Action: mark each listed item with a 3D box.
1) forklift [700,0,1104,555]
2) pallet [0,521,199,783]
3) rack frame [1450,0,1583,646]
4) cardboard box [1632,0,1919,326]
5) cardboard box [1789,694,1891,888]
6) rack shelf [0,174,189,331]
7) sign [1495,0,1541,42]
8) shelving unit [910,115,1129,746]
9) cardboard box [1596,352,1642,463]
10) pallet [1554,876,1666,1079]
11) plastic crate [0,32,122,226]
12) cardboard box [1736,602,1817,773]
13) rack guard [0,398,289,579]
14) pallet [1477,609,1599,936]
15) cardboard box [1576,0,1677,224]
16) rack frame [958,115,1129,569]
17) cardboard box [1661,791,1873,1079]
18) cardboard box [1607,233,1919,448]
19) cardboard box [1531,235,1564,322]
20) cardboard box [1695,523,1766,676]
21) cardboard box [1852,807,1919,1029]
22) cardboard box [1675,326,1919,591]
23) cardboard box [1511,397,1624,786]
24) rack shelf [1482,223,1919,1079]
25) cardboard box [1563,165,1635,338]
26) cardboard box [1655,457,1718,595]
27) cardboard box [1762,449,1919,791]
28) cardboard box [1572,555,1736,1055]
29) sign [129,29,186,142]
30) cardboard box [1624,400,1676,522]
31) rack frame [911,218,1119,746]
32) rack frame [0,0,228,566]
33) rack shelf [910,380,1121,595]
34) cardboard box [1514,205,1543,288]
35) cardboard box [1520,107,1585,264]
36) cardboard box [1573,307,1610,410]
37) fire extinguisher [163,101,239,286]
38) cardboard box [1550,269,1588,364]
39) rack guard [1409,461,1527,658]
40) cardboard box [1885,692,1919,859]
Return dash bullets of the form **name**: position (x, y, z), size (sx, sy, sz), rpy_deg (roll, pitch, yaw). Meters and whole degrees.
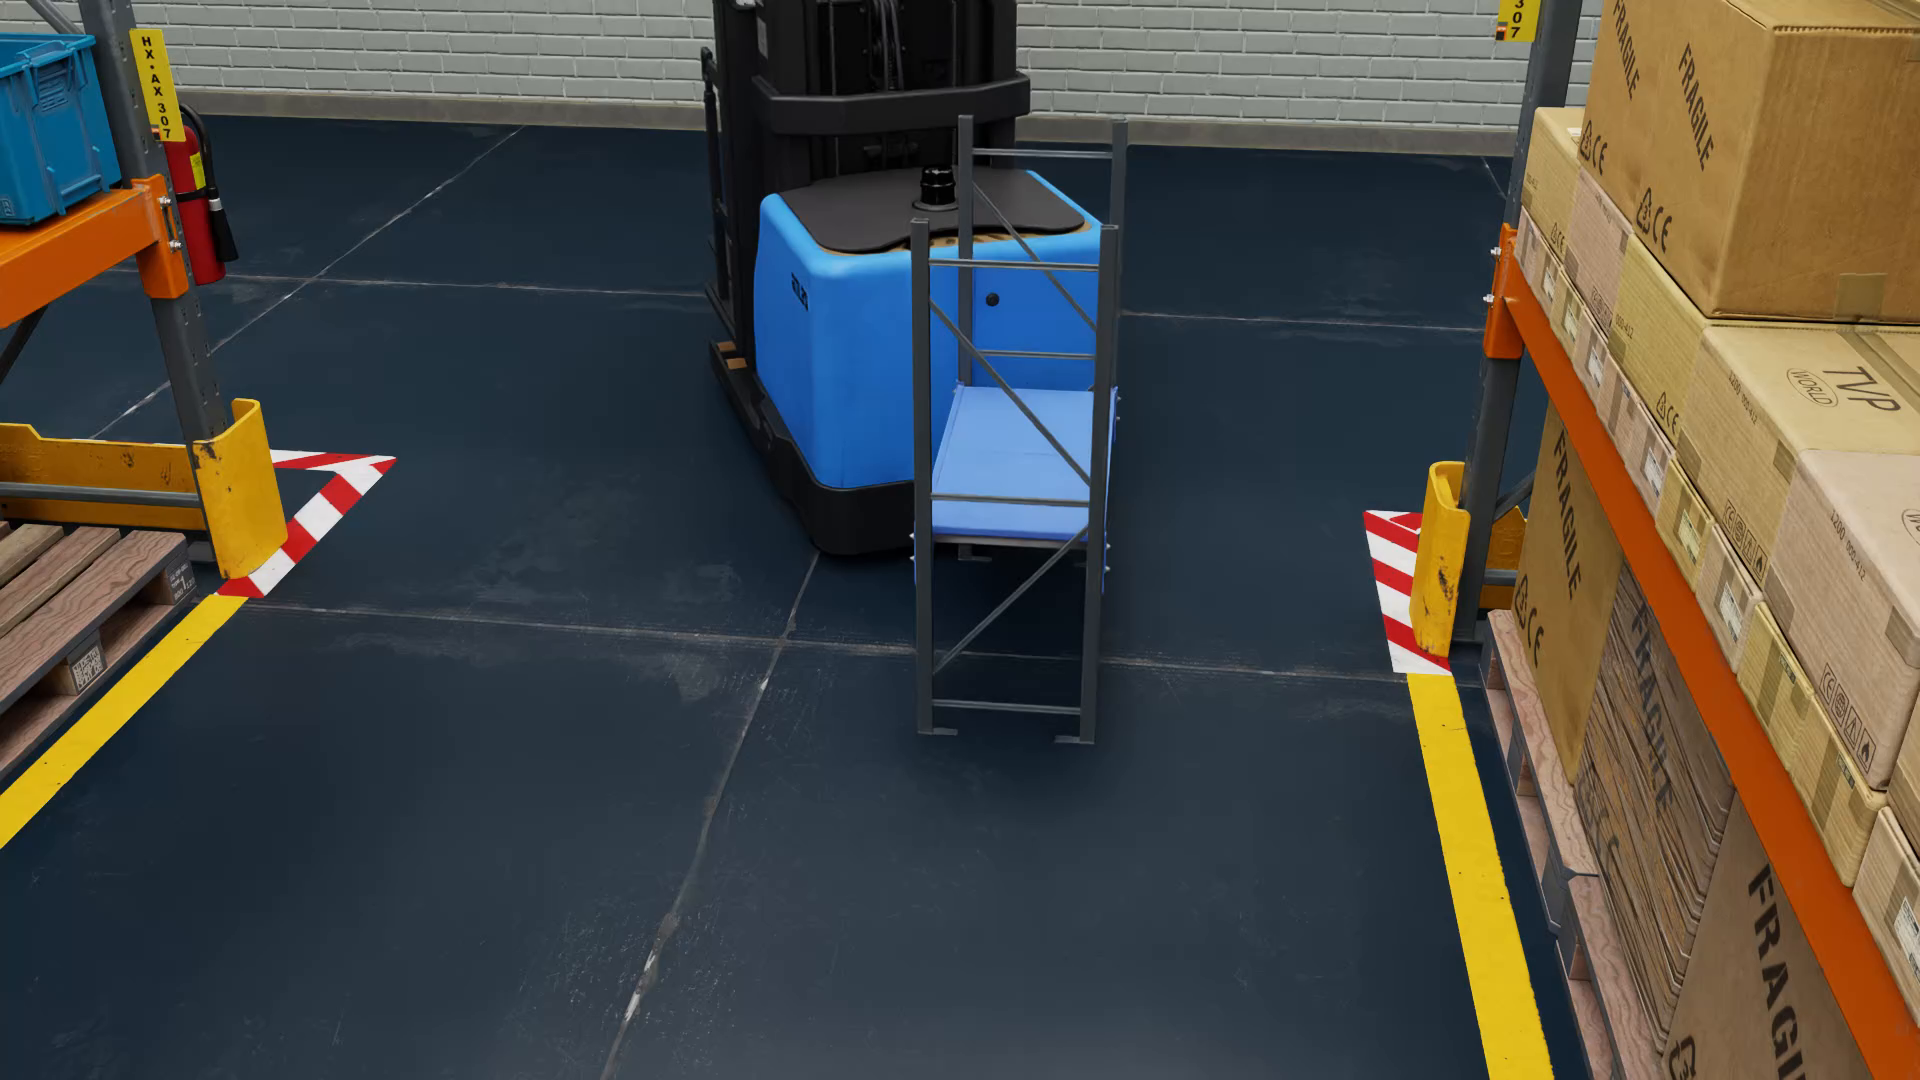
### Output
- **forklift**: position (-0.418, -1.923, 6.229), size (1.130, 2.935, 3.031), rpy_deg (-9, 30, -16)
- **pallet**: position (-3.050, 0.324, 4.926), size (1.003, 0.211, 1.213), rpy_deg (3, 28, 6)
- **rack frame**: position (2.005, -1.002, 4.447), size (1.000, 3.000, 0.127), rpy_deg (3, 28, 6)
- **cardboard box**: position (1.560, -0.707, 2.953), size (0.500, 0.500, 0.500), rpy_deg (3, 28, 5)
- **cardboard box**: position (1.353, 0.345, 2.212), size (0.380, 0.149, 0.250), rpy_deg (4, 29, 7)
- **rack shelf**: position (-3.155, -0.031, 3.404), size (1.077, 0.370, 4.000), rpy_deg (3, 28, 6)
- **sign**: position (1.455, -1.453, 4.288), size (0.100, 0.325, 0.005), rpy_deg (3, 28, 6)
- **shelving unit**: position (0.187, -0.341, 4.801), size (0.538, 1.500, 1.048), rpy_deg (3, 28, 6)
- **cardboard box**: position (1.510, -0.259, 3.334), size (0.380, 0.149, 0.250), rpy_deg (3, 28, 5)
- **pallet**: position (1.833, 1.180, 3.338), size (1.003, 0.211, 1.213), rpy_deg (3, 28, 6)
- **plastic crate**: position (-2.766, -1.163, 4.646), size (0.616, 0.435, 0.499), rpy_deg (3, 28, 6)
- **cardboard box**: position (1.384, 0.224, 2.436), size (0.380, 0.149, 0.250), rpy_deg (3, 28, 5)
- **rack guard**: position (-2.920, -0.201, 5.596), size (1.175, 0.500, 0.348), rpy_deg (3, 28, 6)
- **pallet**: position (1.985, 0.607, 4.401), size (1.003, 0.211, 1.213), rpy_deg (3, 28, 6)
- **cardboard box**: position (1.617, -0.951, 3.407), size (0.500, 0.500, 0.500), rpy_deg (3, 28, 5)
- **rack frame**: position (0.244, -0.580, 5.245), size (0.500, 1.500, 0.032), rpy_deg (3, 28, 6)
- **cardboard box**: position (1.786, 0.902, 2.710), size (0.875, 0.875, 0.875), rpy_deg (3, 28, 6)
- **cardboard box**: position (1.556, -0.375, 3.128), size (0.500, 0.250, 0.500), rpy_deg (2, 28, 4)
- **cardboard box**: position (1.604, -0.622, 4.007), size (0.380, 0.149, 0.250), rpy_deg (3, 28, 5)
- **cardboard box**: position (1.417, 0.105, 2.658), size (0.380, 0.149, 0.250), rpy_deg (4, 29, 7)
- **cardboard box**: position (1.322, 0.466, 1.987), size (0.380, 0.149, 0.250), rpy_deg (4, 29, 7)
- **cardboard box**: position (1.497, -0.129, 2.671), size (0.500, 0.250, 0.500), rpy_deg (3, 28, 5)
- **cardboard box**: position (2.006, 0.055, 4.283), size (0.875, 0.875, 0.875), rpy_deg (3, 28, 6)
- **rack shelf**: position (1.760, 0.256, 2.870), size (1.077, 0.370, 4.000), rpy_deg (3, 28, 6)
- **cardboard box**: position (1.621, -0.611, 3.567), size (0.500, 0.250, 0.500), rpy_deg (3, 28, 6)
- **cardboard box**: position (1.447, -0.019, 2.888), size (0.380, 0.149, 0.250), rpy_deg (3, 28, 5)
- **cardboard box**: position (1.432, 0.109, 2.229), size (0.500, 0.250, 0.500), rpy_deg (4, 29, 7)
- **cardboard box**: position (1.895, 0.483, 3.488), size (0.875, 0.875, 0.875), rpy_deg (3, 28, 6)
- **sign**: position (-2.362, -1.337, 4.897), size (0.100, 0.325, 0.005), rpy_deg (3, 28, 6)
- **cardboard box**: position (1.479, -0.138, 3.108), size (0.380, 0.149, 0.250), rpy_deg (3, 28, 6)
- **rack frame**: position (0.131, -0.101, 4.356), size (0.500, 1.500, 0.032), rpy_deg (3, 28, 6)
- **rack frame**: position (-2.910, -1.290, 4.981), size (1.000, 3.000, 0.127), rpy_deg (3, 28, 6)
- **rack shelf**: position (0.187, -0.182, 4.886), size (0.538, 0.185, 1.000), rpy_deg (3, 28, 6)
- **cardboard box**: position (1.634, -0.743, 4.232), size (0.380, 0.149, 0.250), rpy_deg (4, 29, 7)
- **cardboard box**: position (1.678, -0.856, 4.021), size (0.500, 0.250, 0.500), rpy_deg (3, 28, 5)
- **cardboard box**: position (1.542, -0.379, 3.556), size (0.380, 0.149, 0.250), rpy_deg (3, 28, 5)
- **fire extinguisher**: position (-2.441, -1.136, 5.171), size (0.296, 0.674, 0.183), rpy_deg (3, 28, 6)
- **cardboard box**: position (1.573, -0.502, 3.784), size (0.380, 0.149, 0.250), rpy_deg (3, 28, 5)
- **rack guard**: position (2.008, 0.087, 5.061), size (1.175, 0.500, 0.348), rpy_deg (3, 28, 6)
- **cardboard box**: position (1.370, 0.349, 1.783), size (0.500, 0.250, 0.500), rpy_deg (4, 29, 8)
